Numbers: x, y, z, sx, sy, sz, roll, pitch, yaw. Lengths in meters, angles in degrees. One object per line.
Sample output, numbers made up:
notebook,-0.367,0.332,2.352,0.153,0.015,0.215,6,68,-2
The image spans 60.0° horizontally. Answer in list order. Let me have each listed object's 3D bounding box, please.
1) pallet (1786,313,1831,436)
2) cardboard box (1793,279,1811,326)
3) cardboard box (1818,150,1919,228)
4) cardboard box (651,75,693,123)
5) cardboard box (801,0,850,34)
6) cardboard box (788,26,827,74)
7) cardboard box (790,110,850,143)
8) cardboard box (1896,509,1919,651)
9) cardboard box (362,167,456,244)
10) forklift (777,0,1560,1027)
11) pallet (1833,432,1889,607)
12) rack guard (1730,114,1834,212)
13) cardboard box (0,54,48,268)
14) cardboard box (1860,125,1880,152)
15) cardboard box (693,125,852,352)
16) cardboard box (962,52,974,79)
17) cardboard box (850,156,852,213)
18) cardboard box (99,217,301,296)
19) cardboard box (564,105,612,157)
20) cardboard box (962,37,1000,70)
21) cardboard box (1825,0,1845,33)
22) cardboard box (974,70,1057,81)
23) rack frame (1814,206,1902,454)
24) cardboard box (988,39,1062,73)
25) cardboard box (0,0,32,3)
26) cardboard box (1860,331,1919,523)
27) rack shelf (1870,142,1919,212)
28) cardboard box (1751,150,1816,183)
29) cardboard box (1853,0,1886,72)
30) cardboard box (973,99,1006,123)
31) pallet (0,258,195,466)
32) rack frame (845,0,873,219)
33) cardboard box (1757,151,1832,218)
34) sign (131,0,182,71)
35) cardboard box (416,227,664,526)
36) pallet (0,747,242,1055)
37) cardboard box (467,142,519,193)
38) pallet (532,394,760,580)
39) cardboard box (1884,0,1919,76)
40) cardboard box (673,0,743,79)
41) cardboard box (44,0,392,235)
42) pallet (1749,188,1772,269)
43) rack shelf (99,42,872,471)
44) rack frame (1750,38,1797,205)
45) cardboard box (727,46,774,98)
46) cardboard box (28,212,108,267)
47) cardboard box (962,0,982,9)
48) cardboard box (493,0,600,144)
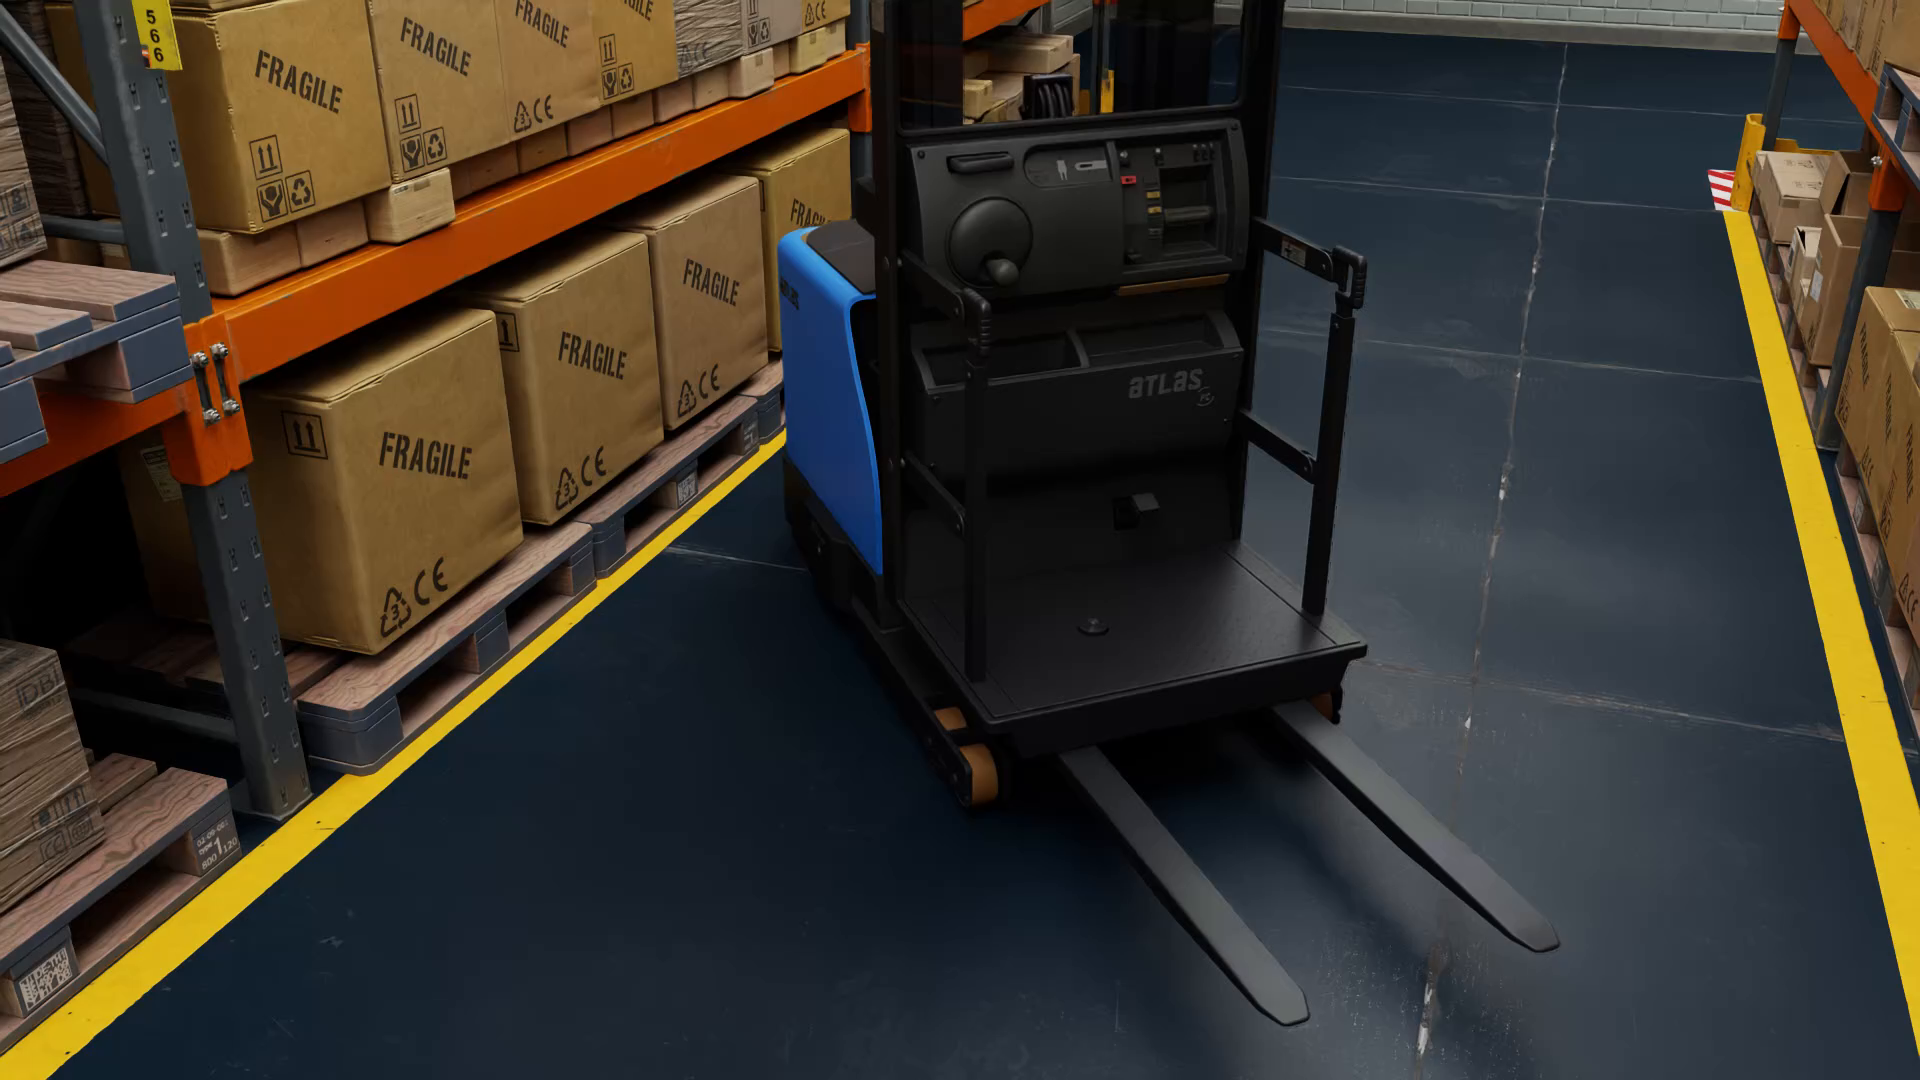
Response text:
pallet,4.051,-0.674,6.900,1.003,0.211,1.213,9,27,17
cardboard box,3.812,-1.000,7.140,0.380,0.149,0.250,9,27,17
cardboard box,4.442,-1.494,7.754,0.797,0.503,0.637,9,27,17
cardboard box,-1.161,-1.564,5.804,0.380,0.149,0.250,8,27,16
cardboard box,-0.767,-2.326,6.632,0.500,0.500,0.500,8,27,17
cardboard box,-0.758,-1.973,6.648,0.380,0.149,0.250,9,27,18
cardboard box,-0.741,-1.982,8.043,0.380,0.149,0.250,9,27,17
cardboard box,2.922,0.076,4.514,0.500,0.500,0.500,8,27,15
cardboard box,-1.594,-0.917,4.467,0.380,0.149,0.250,10,27,19
forklift,0.402,-0.832,4.104,1.130,2.935,3.031,-10,27,-19
pallet,3.587,-0.052,5.616,1.003,0.211,1.213,9,27,17
rack guard,5.127,-2.135,9.585,1.175,0.500,0.348,9,27,17
cardboard box,-2.329,-0.769,3.276,0.700,0.500,0.500,6,26,11
cardboard box,5.204,-2.105,9.019,0.500,0.500,0.500,9,27,17
cardboard box,-0.945,-1.300,6.977,0.750,0.750,0.750,9,27,18
cardboard box,-0.141,-2.726,9.581,0.380,0.149,0.250,9,27,18
cardboard box,-0.506,-1.720,8.248,0.700,0.500,0.500,9,27,18
cardboard box,-1.854,-0.718,4.056,0.380,0.149,0.250,8,27,17
cardboard box,-1.354,-1.350,5.361,0.380,0.149,0.250,9,27,18
cardboard box,0.027,-2.934,10.009,0.380,0.149,0.250,9,27,18
cardboard box,4.252,-2.568,7.497,0.500,0.500,0.500,9,27,18
cardboard box,0.175,-2.564,9.990,0.700,0.500,0.500,9,27,17
rack frame,3.822,-1.647,5.710,1.000,3.000,0.127,9,27,17
cardboard box,0.386,-2.877,9.893,0.380,0.149,0.250,9,27,19
cardboard box,-2.276,-1.470,4.004,0.500,0.250,0.500,10,27,19
cardboard box,3.264,-0.336,5.365,0.500,0.500,0.500,9,27,18
rack shelf,3.156,-0.502,4.169,1.077,0.370,4.000,9,27,17
cardboard box,4.689,-2.084,9.378,0.380,0.149,0.250,9,27,17
cardboard box,3.916,-2.147,6.627,0.500,0.500,0.500,10,27,19
cardboard box,-0.162,-2.137,9.108,0.700,0.500,0.500,9,27,19
pallet,-2.319,-0.326,3.201,1.213,0.211,1.003,9,27,17
rack frame,-0.851,-2.364,7.191,1.000,3.000,0.127,9,27,17
cardboard box,4.538,-1.864,8.807,0.500,0.250,0.500,9,27,17
sign,-1.667,-1.131,3.406,0.100,0.325,0.005,9,27,17
cardboard box,-1.516,-0.584,5.499,0.750,0.750,0.750,9,27,17
pallet,-2.444,0.856,3.740,1.003,0.211,1.213,9,27,17
cardboard box,-1.548,-1.146,4.941,0.380,0.149,0.250,9,27,19
pallet,-1.441,-0.278,6.082,1.003,0.211,1.213,9,27,17
cardboard box,3.453,-1.719,5.262,0.700,0.500,0.500,0,26,0
cardboard box,-1.103,-1.909,5.772,0.500,0.500,0.500,9,27,18
cardboard box,-1.779,-1.071,4.040,0.500,0.500,0.500,10,27,19
pallet,4.863,-1.677,8.971,1.003,0.211,1.213,9,27,17
rack shelf,-1.517,-1.218,5.650,1.077,0.370,4.000,9,27,17
rack frame,5.153,-3.291,9.105,1.000,3.000,0.127,9,27,17
cardboard box,-0.919,-1.756,6.200,0.380,0.149,0.250,9,27,17
cardboard box,-2.315,-0.787,4.199,0.380,0.149,0.250,9,27,18
cardboard box,-0.407,-3.019,8.199,0.980,0.700,0.700,8,27,16
cardboard box,-1.430,-1.488,4.903,0.500,0.500,0.500,9,27,17
